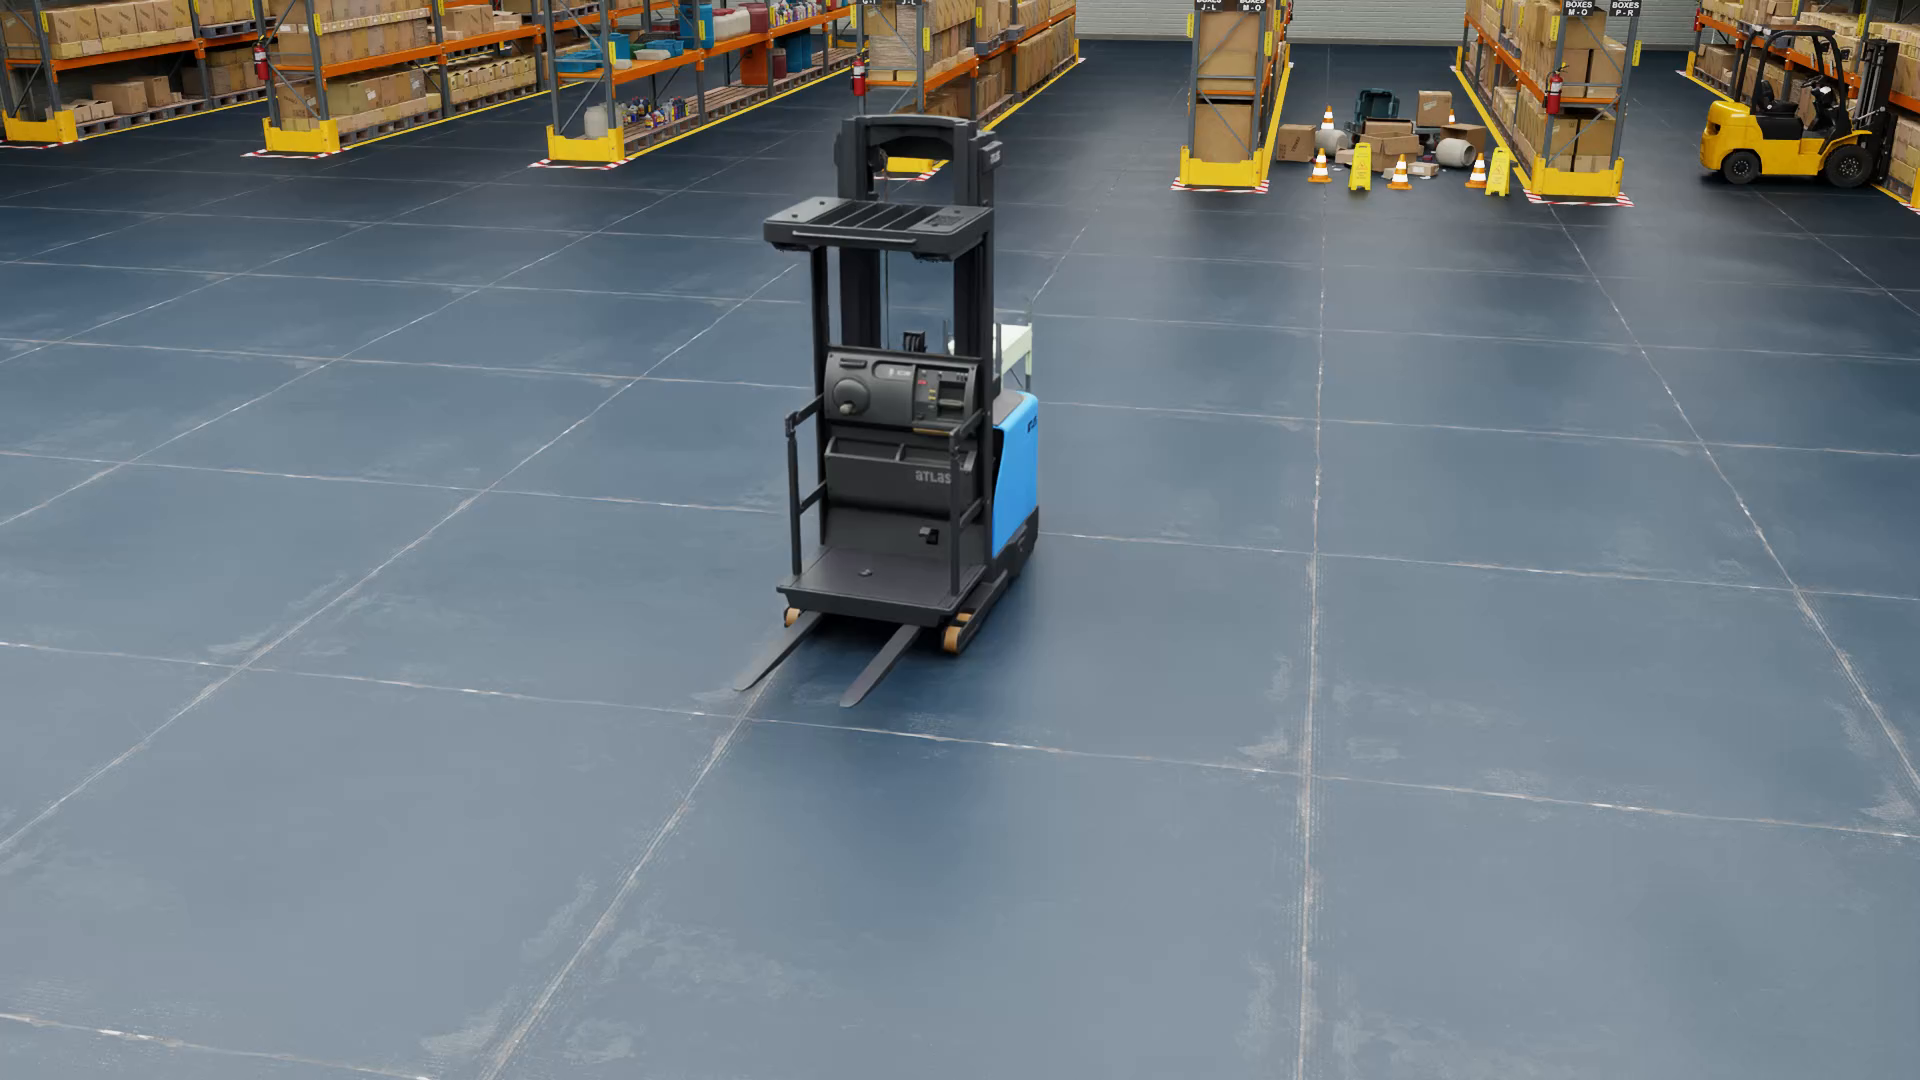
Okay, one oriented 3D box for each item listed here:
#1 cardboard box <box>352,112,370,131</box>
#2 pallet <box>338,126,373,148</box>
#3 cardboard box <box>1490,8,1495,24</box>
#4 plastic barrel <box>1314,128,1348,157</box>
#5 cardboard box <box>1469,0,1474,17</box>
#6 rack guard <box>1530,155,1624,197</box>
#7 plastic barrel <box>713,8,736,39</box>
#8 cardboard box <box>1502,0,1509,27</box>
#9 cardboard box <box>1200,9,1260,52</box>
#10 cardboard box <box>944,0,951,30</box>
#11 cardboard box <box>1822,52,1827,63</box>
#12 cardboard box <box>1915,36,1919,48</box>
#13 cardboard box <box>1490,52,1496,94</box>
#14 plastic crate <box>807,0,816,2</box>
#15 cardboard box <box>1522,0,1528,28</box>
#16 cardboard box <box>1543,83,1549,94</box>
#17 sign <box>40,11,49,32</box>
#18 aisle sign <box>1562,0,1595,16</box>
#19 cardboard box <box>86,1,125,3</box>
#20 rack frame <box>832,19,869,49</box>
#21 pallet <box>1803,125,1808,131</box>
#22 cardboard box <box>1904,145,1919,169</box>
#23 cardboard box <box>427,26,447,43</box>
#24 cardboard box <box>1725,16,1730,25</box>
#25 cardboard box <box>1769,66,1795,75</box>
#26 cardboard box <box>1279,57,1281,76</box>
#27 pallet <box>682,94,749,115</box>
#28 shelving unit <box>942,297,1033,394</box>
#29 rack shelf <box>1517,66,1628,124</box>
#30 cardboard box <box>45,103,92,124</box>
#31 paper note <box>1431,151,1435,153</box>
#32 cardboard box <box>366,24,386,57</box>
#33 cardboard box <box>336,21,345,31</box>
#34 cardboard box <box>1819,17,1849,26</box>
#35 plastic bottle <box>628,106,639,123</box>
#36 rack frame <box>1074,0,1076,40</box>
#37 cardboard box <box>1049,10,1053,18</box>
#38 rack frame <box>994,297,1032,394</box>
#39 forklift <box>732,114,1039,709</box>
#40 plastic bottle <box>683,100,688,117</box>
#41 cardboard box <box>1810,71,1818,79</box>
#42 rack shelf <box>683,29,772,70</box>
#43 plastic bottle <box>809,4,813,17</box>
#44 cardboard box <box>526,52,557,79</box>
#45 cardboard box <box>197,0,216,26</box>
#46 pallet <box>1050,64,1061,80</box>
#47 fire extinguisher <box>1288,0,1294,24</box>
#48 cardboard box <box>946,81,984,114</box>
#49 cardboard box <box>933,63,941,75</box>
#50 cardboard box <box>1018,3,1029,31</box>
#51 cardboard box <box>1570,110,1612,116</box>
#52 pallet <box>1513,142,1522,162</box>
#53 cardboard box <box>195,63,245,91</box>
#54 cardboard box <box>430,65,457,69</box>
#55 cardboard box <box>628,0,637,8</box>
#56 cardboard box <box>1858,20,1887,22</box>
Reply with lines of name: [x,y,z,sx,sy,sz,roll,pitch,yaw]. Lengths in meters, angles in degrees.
cardboard box: [-10.302,-7.060,27.987,0.500,0.250,0.500,4,22,11]
pallet: [-10.612,-6.768,27.875,1.003,0.211,1.213,4,22,11]
cardboard box: [10.339,-9.928,31.520,0.500,0.250,0.500,4,22,10]
plastic barrel: [5.891,-6.343,26.536,0.421,0.421,0.512,-16,27,-35]
cardboard box: [11.360,-11.639,36.104,0.500,0.500,0.500,4,22,11]
rack guard: [8.687,-5.135,23.434,1.175,0.500,0.348,4,22,11]
plastic barrel: [-4.415,-9.685,31.204,0.433,0.535,0.433,0,22,0]
cardboard box: [9.985,-9.424,29.645,0.500,0.500,0.500,4,22,9]
cardboard box: [3.918,-7.310,23.843,0.875,0.550,0.550,4,22,11]
cardboard box: [-0.442,-8.216,25.867,0.500,0.500,0.500,4,22,11]
cardboard box: [14.521,-8.040,27.502,0.500,0.250,0.500,5,23,13]
cardboard box: [13.513,-6.901,23.073,0.380,0.149,0.250,5,22,12]
cardboard box: [10.712,-8.974,31.902,0.875,0.875,0.875,5,22,12]
plastic crate: [-3.369,-12.353,38.284,0.293,0.136,0.466,4,22,11]
cardboard box: [9.186,-8.233,25.911,0.700,0.500,0.500,4,22,10]
cardboard box: [8.481,-6.404,23.576,0.380,0.149,0.250,4,22,10]
sign: [-15.046,-8.515,27.322,0.100,0.325,0.005,4,22,11]
aisle sign: [8.375,-7.472,22.411,0.394,0.787,0.004,4,22,11]
cardboard box: [-15.278,-9.378,29.795,0.500,0.500,0.500,5,22,12]
rack frame: [-2.614,-13.251,40.240,1.000,3.000,0.127,4,22,11]
pallet: [14.706,-6.779,27.902,1.003,0.211,1.213,4,22,11]
cardboard box: [13.325,-5.242,22.805,0.500,0.250,0.500,4,22,10]
cardboard box: [-9.853,-9.355,30.768,0.500,0.250,0.500,6,23,14]
cardboard box: [15.964,-10.681,34.194,0.380,0.149,0.250,4,22,10]
cardboard box: [15.288,-8.731,30.932,0.380,0.149,0.250,4,22,10]
cardboard box: [6.349,-9.741,34.309,0.500,0.500,0.500,4,22,10]
pallet: [-4.694,-8.307,31.696,1.003,0.211,1.213,4,22,11]
shelving unit: [0.194,-0.871,11.508,0.431,1.500,0.755,7,23,17]
rack shelf: [9.079,-6.664,24.848,1.077,0.370,4.000,4,22,11]
cardboard box: [-15.348,-7.358,28.618,0.500,0.311,0.500,2,22,5]
paper note: [7.709,-6.288,26.926,0.148,0.019,0.142,4,22,11]
cardboard box: [-10.306,-8.561,28.461,0.700,0.500,0.500,5,23,13]
cardboard box: [-10.333,-8.441,27.294,0.380,0.149,0.250,5,22,11]
cardboard box: [14.667,-8.684,27.898,0.380,0.149,0.250,5,22,11]
plastic bottle: [-5.609,-7.313,28.553,0.152,0.276,0.135,4,22,11]
rack frame: [2.235,-12.873,39.303,1.000,3.000,0.127,4,22,11]
cardboard box: [1.804,-11.377,35.923,0.380,0.149,0.250,5,22,11]
rack frame: [0.307,-1.001,11.831,0.400,1.500,0.023,7,23,17]
forklift: [-0.417,-0.861,9.569,1.130,2.935,3.031,7,23,17]
plastic bottle: [-4.838,-7.605,29.269,0.061,0.283,0.133,6,23,14]
cardboard box: [15.656,-8.413,30.144,0.380,0.149,0.250,5,23,13]
rack shelf: [-4.655,-9.260,31.294,1.077,0.370,4.000,4,22,11]
plastic bottle: [-3.269,-11.428,35.880,0.152,0.276,0.135,4,22,11]
cardboard box: [-8.722,-9.893,34.661,0.500,0.500,0.500,5,23,13]
cardboard box: [-14.624,-10.052,31.573,0.700,0.500,0.500,5,22,11]
pallet: [1.650,-10.389,36.867,1.003,0.211,1.213,4,22,11]
fire extinguisher: [7.573,-12.306,38.498,0.296,0.674,0.183,4,22,11]
cardboard box: [0.048,-7.925,29.774,0.700,0.500,0.500,4,22,11]
cardboard box: [-0.514,-7.356,25.938,0.380,0.149,0.250,4,22,11]
cardboard box: [1.071,-10.340,32.878,0.500,0.500,0.500,4,22,9]
cardboard box: [9.213,-6.008,24.370,0.500,0.500,0.500,4,22,9]
pallet: [9.385,-6.187,26.434,1.003,0.211,1.213,4,22,11]
cardboard box: [-14.571,-9.125,32.754,0.700,0.500,0.500,4,22,10]
cardboard box: [-9.905,-8.964,31.963,0.500,0.311,0.500,4,22,11]
cardboard box: [-7.807,-12.567,38.407,0.500,0.500,0.500,5,22,12]
cardboard box: [15.001,-8.465,27.355,0.380,0.149,0.250,5,22,12]
